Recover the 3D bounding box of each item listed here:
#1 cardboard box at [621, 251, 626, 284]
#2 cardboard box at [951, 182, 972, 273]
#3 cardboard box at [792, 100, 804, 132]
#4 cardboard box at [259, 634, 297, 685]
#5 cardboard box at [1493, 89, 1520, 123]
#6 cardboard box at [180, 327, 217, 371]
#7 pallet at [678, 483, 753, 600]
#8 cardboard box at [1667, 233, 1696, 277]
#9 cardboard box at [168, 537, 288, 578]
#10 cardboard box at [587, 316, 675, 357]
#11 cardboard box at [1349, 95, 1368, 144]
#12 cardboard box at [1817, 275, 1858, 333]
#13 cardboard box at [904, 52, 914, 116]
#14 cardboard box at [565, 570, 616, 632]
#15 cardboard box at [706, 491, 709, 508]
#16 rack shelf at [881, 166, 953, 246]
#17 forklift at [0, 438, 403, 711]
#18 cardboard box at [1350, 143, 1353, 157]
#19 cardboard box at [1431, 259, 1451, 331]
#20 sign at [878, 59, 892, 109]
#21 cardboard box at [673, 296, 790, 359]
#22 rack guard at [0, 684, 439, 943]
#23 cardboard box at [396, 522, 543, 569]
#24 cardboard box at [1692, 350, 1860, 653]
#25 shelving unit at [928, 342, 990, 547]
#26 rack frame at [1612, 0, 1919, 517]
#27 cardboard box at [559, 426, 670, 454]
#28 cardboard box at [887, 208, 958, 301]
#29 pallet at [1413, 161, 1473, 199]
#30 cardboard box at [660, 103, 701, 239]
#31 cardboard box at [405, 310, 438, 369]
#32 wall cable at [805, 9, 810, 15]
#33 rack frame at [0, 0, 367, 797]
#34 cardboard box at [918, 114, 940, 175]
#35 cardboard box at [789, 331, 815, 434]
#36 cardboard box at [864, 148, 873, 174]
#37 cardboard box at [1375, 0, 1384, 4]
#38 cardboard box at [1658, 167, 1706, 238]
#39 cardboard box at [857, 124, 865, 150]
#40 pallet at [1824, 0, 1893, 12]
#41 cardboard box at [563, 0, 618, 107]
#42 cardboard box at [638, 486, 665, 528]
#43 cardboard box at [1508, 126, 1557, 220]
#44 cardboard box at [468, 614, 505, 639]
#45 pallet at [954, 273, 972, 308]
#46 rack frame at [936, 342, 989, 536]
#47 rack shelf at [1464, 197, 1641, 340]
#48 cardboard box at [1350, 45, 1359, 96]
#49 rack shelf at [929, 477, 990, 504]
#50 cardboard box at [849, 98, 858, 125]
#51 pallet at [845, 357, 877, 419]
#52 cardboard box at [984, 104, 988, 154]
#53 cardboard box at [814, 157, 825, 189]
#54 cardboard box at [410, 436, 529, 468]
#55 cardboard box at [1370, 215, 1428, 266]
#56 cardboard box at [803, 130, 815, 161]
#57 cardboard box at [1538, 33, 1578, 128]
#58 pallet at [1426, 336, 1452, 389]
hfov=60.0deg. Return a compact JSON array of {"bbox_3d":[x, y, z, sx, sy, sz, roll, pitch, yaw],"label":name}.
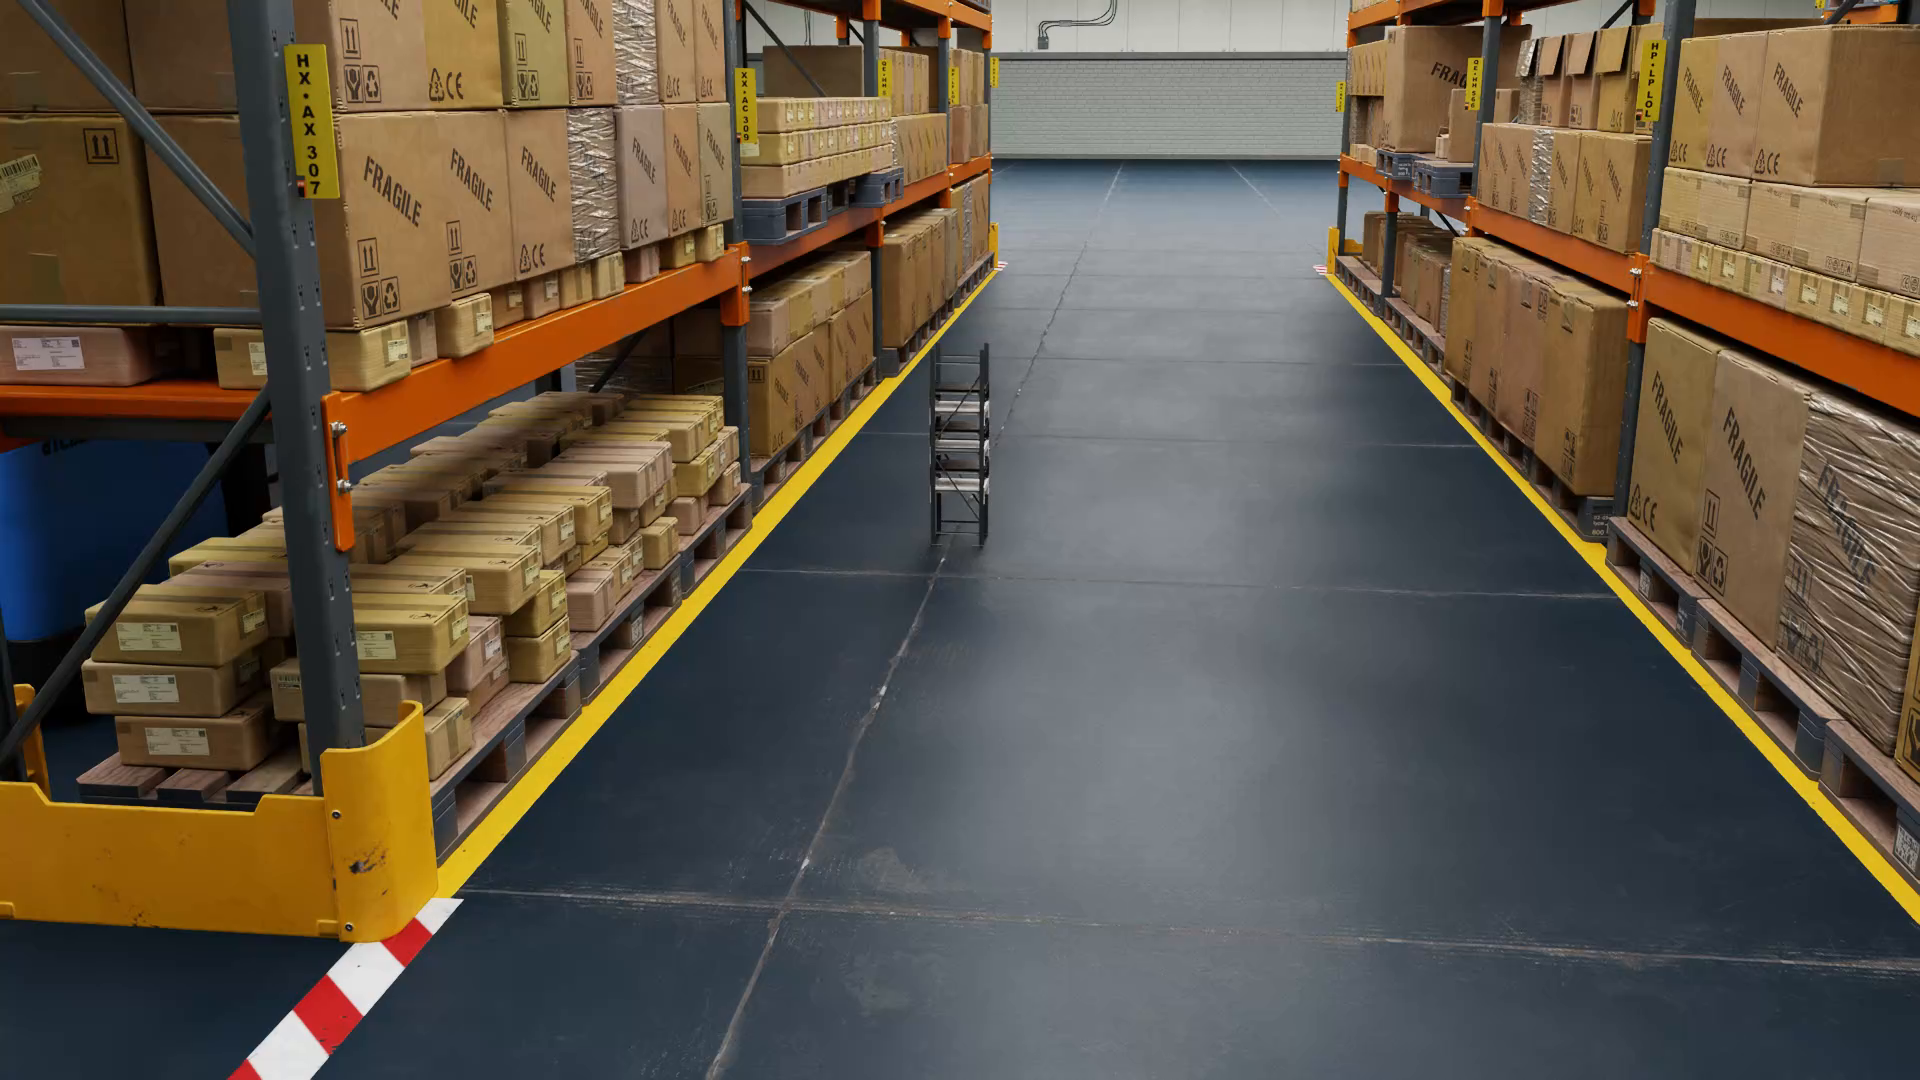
[{"bbox_3d":[-1.450,-1.004,6.111,0.380,0.149,0.250,1,15,5],"label":"cardboard box"},{"bbox_3d":[-0.363,-3.193,16.990,0.875,0.875,0.875,2,15,7],"label":"cardboard box"},{"bbox_3d":[-0.977,-2.076,8.130,0.380,0.149,0.250,2,15,8],"label":"cardboard box"},{"bbox_3d":[-2.096,0.310,4.858,0.380,0.149,0.250,1,15,5],"label":"cardboard box"},{"bbox_3d":[3.885,-2.804,11.288,0.500,0.500,0.500,0,15,-1],"label":"cardboard box"},{"bbox_3d":[-2.134,-0.544,4.408,0.380,0.149,0.250,2,15,6],"label":"cardboard box"},{"bbox_3d":[-1.545,-0.025,7.350,1.003,0.211,1.213,2,15,6],"label":"pallet"},{"bbox_3d":[3.019,-1.118,6.530,0.380,0.149,0.250,1,15,4],"label":"cardboard box"},{"bbox_3d":[-2.159,0.098,5.069,0.380,0.149,0.250,1,15,5],"label":"cardboard box"},{"bbox_3d":[-1.671,-1.105,8.549,0.500,0.250,0.500,1,15,5],"label":"cardboard box"},{"bbox_3d":[4.678,-4.536,17.930,0.875,0.500,0.500,2,15,6],"label":"cardboard box"},{"bbox_3d":[2.847,-0.714,5.036,0.380,0.149,0.250,2,15,7],"label":"cardboard box"},{"bbox_3d":[-0.765,-3.759,13.708,0.700,0.500,0.500,2,15,7],"label":"cardboard box"},{"bbox_3d":[-1.422,0.209,5.799,0.380,0.149,0.250,1,15,4],"label":"cardboard box"},{"bbox_3d":[-1.322,-0.196,7.298,0.380,0.149,0.250,2,15,8],"label":"cardboard box"},{"bbox_3d":[-0.827,-2.755,13.483,1.077,0.370,4.000,2,15,6],"label":"rack shelf"},{"bbox_3d":[-3.192,-1.199,6.480,1.130,2.935,3.031,2,15,8],"label":"forklift"},{"bbox_3d":[4.451,-4.234,18.054,0.380,0.149,0.250,2,15,6],"label":"cardboard box"},{"bbox_3d":[4.027,-1.883,12.825,0.700,0.500,0.500,3,15,11],"label":"cardboard box"},{"bbox_3d":[-0.512,-3.091,11.279,0.100,0.325,0.005,2,15,6],"label":"sign"},{"bbox_3d":[-1.158,-1.088,8.487,0.500,0.250,0.500,1,15,4],"label":"cardboard box"},{"bbox_3d":[-1.947,0.678,4.196,1.175,0.500,0.348,2,15,6],"label":"rack guard"},{"bbox_3d":[-1.546,0.048,5.254,0.380,0.149,0.250,1,15,4],"label":"cardboard box"},{"bbox_3d":[3.157,-0.149,5.731,0.875,0.875,0.875,2,15,6],"label":"cardboard box"},{"bbox_3d":[-0.001,-0.432,7.537,0.258,0.900,0.210,2,15,6],"label":"shelving unit"},{"bbox_3d":[3.413,-1.374,6.996,1.000,3.000,0.127,2,15,6],"label":"rack frame"},{"bbox_3d":[-1.403,-0.363,6.774,0.380,0.149,0.250,2,15,8],"label":"cardboard box"},{"bbox_3d":[-0.582,-2.574,14.941,1.050,0.750,0.750,2,15,6],"label":"cardboard box"},{"bbox_3d":[3.839,-2.507,11.553,1.213,0.211,1.003,2,15,6],"label":"pallet"},{"bbox_3d":[-1.338,-1.470,6.589,0.500,0.500,0.500,1,15,5],"label":"cardboard box"},{"bbox_3d":[-1.605,-0.529,4.353,0.380,0.149,0.250,2,15,8],"label":"cardboard box"},{"bbox_3d":[-3.267,-17.031,49.678,3.097,2.526,0.112,2,15,6],"label":"wall cable"},{"bbox_3d":[-1.955,-0.509,3.797,1.000,3.000,0.127,2,15,6],"label":"rack frame"},{"bbox_3d":[-0.452,-3.395,14.280,0.500,0.500,0.500,2,15,6],"label":"cardboard box"},{"bbox_3d":[-1.099,-0.863,9.093,0.500,0.500,0.500,2,15,9],"label":"cardboard box"},{"bbox_3d":[-0.742,-2.328,10.202,0.380,0.149,0.250,1,15,6],"label":"cardboard box"},{"bbox_3d":[4.229,-5.218,15.753,0.500,0.250,0.500,2,15,6],"label":"cardboard box"},{"bbox_3d":[3.100,-1.331,6.555,0.500,0.250,0.500,1,15,5],"label":"cardboard box"},{"bbox_3d":[-0.771,-2.400,9.899,0.380,0.149,0.250,2,15,6],"label":"cardboard box"},{"bbox_3d":[9.498,-5.485,16.817,1.003,0.211,1.213,2,15,6],"label":"pallet"},{"bbox_3d":[-1.455,-1.689,5.487,0.500,0.500,0.500,1,15,4],"label":"cardboard box"},{"bbox_3d":[-1.390,-0.156,6.579,0.380,0.149,0.250,2,15,8],"label":"cardboard box"},{"bbox_3d":[3.429,-2.075,9.397,0.500,0.500,0.500,1,15,5],"label":"cardboard box"},{"bbox_3d":[-1.614,0.257,5.051,0.380,0.149,0.250,2,15,7],"label":"cardboard box"},{"bbox_3d":[-0.438,-2.470,16.392,1.003,0.211,1.213,2,15,6],"label":"pallet"},{"bbox_3d":[0.011,-0.459,7.634,0.240,0.900,0.006,2,15,6],"label":"rack frame"},{"bbox_3d":[3.639,-1.545,9.009,1.077,0.370,4.000,2,15,6],"label":"rack shelf"},{"bbox_3d":[4.371,-4.897,17.347,0.500,0.500,0.500,2,15,6],"label":"cardboard box"},{"bbox_3d":[-0.001,-0.226,7.592,0.258,0.077,0.200,2,15,6],"label":"rack shelf"},{"bbox_3d":[-0.801,-2.476,9.611,0.380,0.149,0.250,2,15,9],"label":"cardboard box"},{"bbox_3d":[-1.142,-1.035,11.085,1.003,0.211,1.213,2,15,6],"label":"pallet"},{"bbox_3d":[-0.147,-4.633,18.763,0.875,0.550,0.550,2,15,6],"label":"cardboard box"},{"bbox_3d":[-0.916,-1.918,8.686,0.380,0.149,0.250,2,15,7],"label":"cardboard box"},{"bbox_3d":[-1.935,-0.308,6.572,0.380,0.149,0.250,2,15,7],"label":"cardboard box"},{"bbox_3d":[4.646,-3.165,17.604,0.500,0.500,0.500,6,16,21],"label":"cardboard box"},{"bbox_3d":[-0.947,-1.994,8.397,0.380,0.149,0.250,2,15,8],"label":"cardboard box"},{"bbox_3d":[3.689,-2.586,9.365,0.797,0.503,0.637,2,15,8],"label":"cardboard box"},{"bbox_3d":[3.954,-1.268,11.946,1.003,0.211,1.213,2,15,6],"label":"pallet"}]
